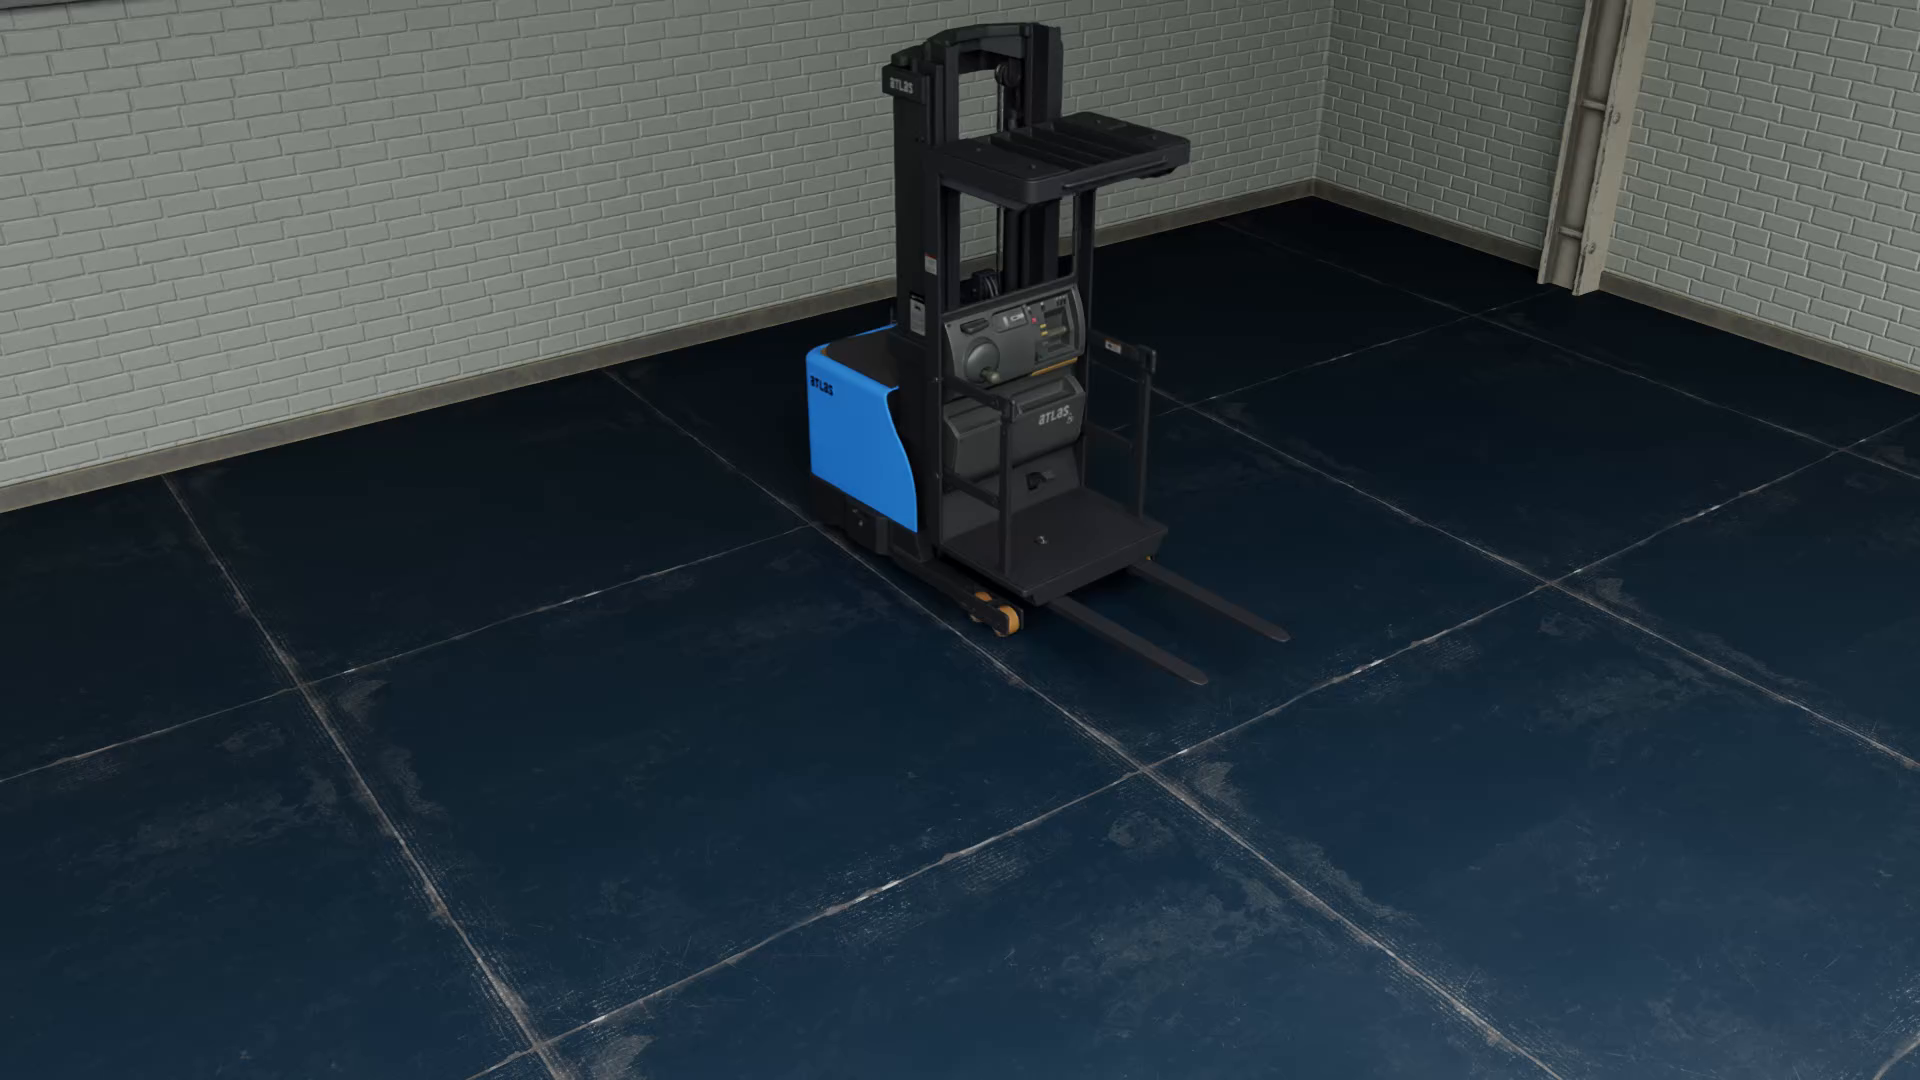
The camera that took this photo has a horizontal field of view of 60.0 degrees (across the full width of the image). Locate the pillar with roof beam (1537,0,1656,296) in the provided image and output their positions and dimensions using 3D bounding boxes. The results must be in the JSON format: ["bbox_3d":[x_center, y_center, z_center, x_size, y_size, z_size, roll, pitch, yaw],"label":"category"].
[{"bbox_3d":[1.460,-4.842,9.237,9.100,9.000,0.400,-19,34,-31],"label":"pillar with roof beam"}]

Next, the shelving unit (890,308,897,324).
[{"bbox_3d":[-0.266,-0.960,10.418,0.252,1.050,0.215,-22,36,-35],"label":"shelving unit"}]

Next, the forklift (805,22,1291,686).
[{"bbox_3d":[0.435,-1.048,8.609,1.130,2.935,3.031,-22,35,-35],"label":"forklift"}]

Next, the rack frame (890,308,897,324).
[{"bbox_3d":[-0.358,-0.922,10.348,0.008,1.050,0.200,-22,36,-35],"label":"rack frame"}]
